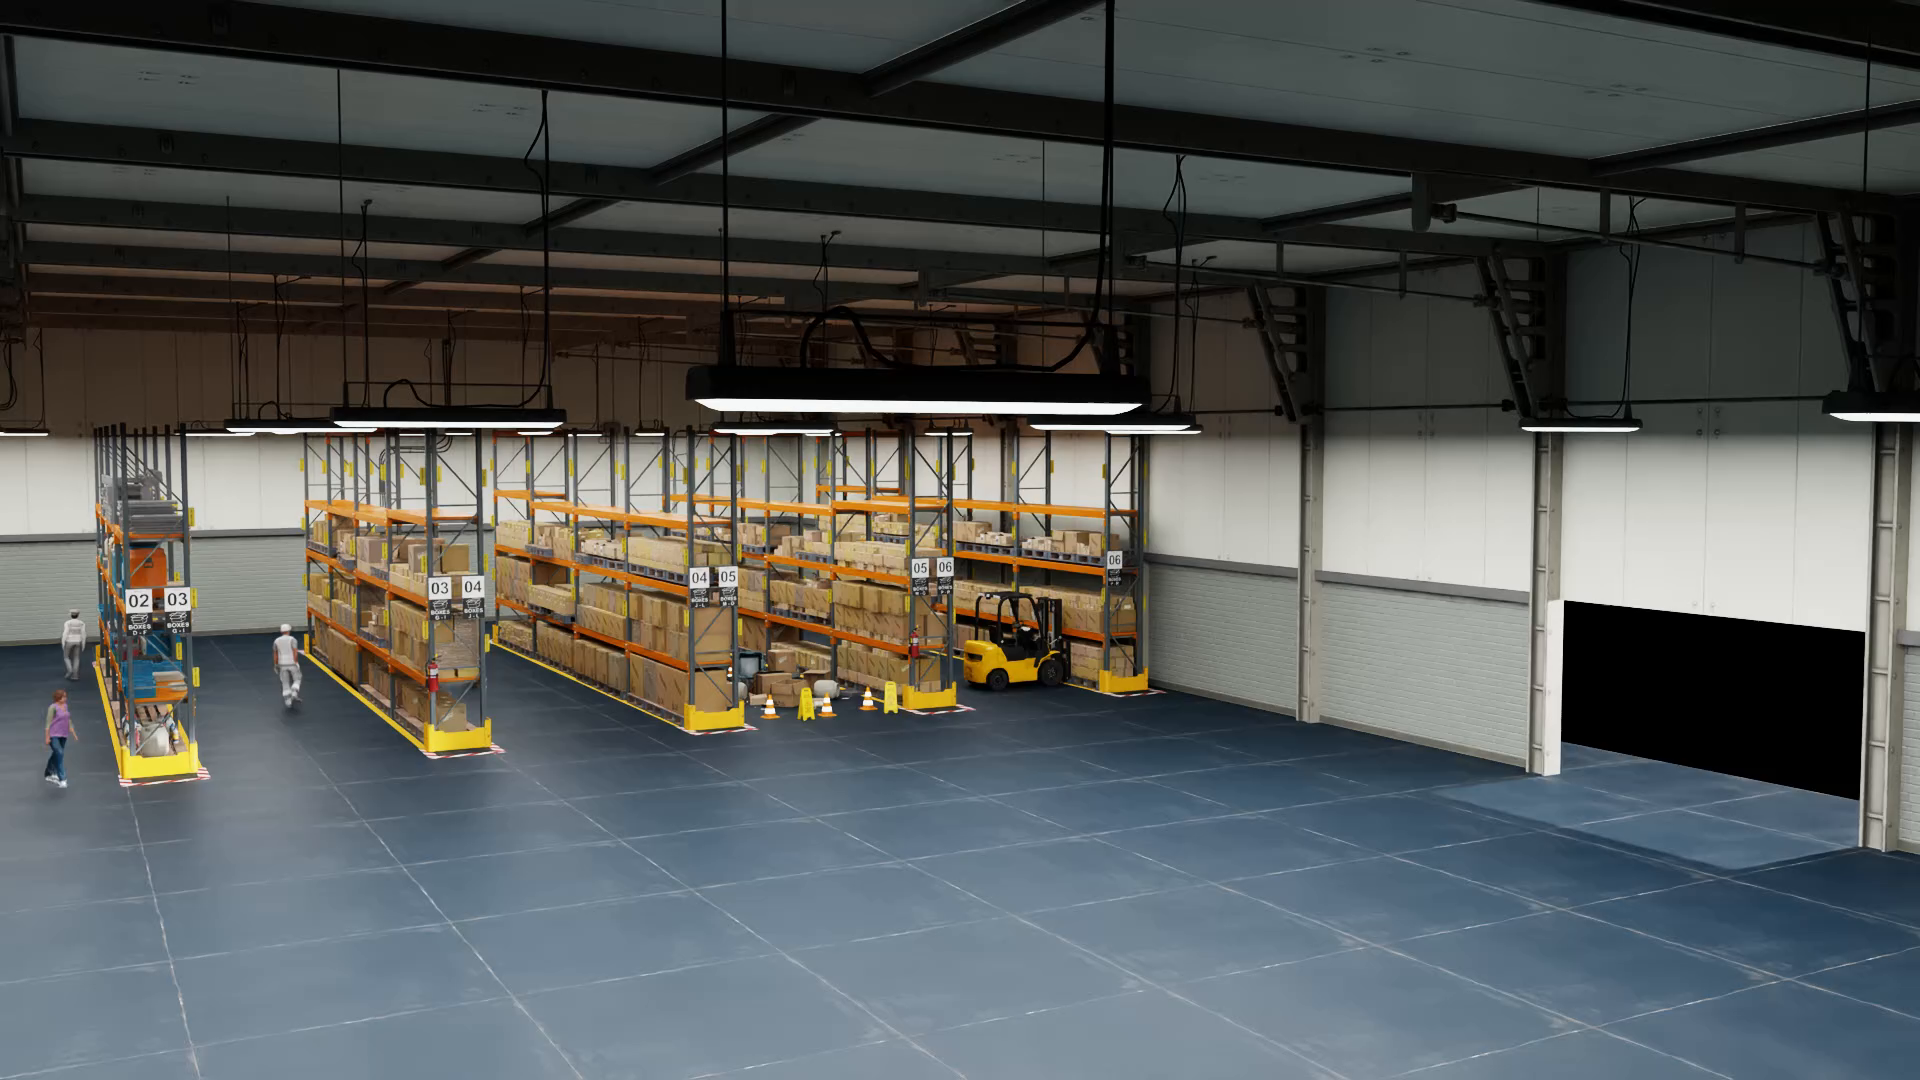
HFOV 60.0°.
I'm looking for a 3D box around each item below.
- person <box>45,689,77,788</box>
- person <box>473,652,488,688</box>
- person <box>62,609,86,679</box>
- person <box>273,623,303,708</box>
[{"bbox_3d":[-14.935,3.278,27.521,0.703,1.628,0.479,2,4,24],"label":"person"},{"bbox_3d":[-11.226,2.539,38.360,0.625,1.652,1.057,-3,4,-38],"label":"person"},{"bbox_3d":[-21.078,2.484,39.567,0.520,1.672,0.423,-2,4,-34],"label":"person"},{"bbox_3d":[-14.346,2.679,35.482,0.576,1.780,0.534,-1,4,-17],"label":"person"}]
